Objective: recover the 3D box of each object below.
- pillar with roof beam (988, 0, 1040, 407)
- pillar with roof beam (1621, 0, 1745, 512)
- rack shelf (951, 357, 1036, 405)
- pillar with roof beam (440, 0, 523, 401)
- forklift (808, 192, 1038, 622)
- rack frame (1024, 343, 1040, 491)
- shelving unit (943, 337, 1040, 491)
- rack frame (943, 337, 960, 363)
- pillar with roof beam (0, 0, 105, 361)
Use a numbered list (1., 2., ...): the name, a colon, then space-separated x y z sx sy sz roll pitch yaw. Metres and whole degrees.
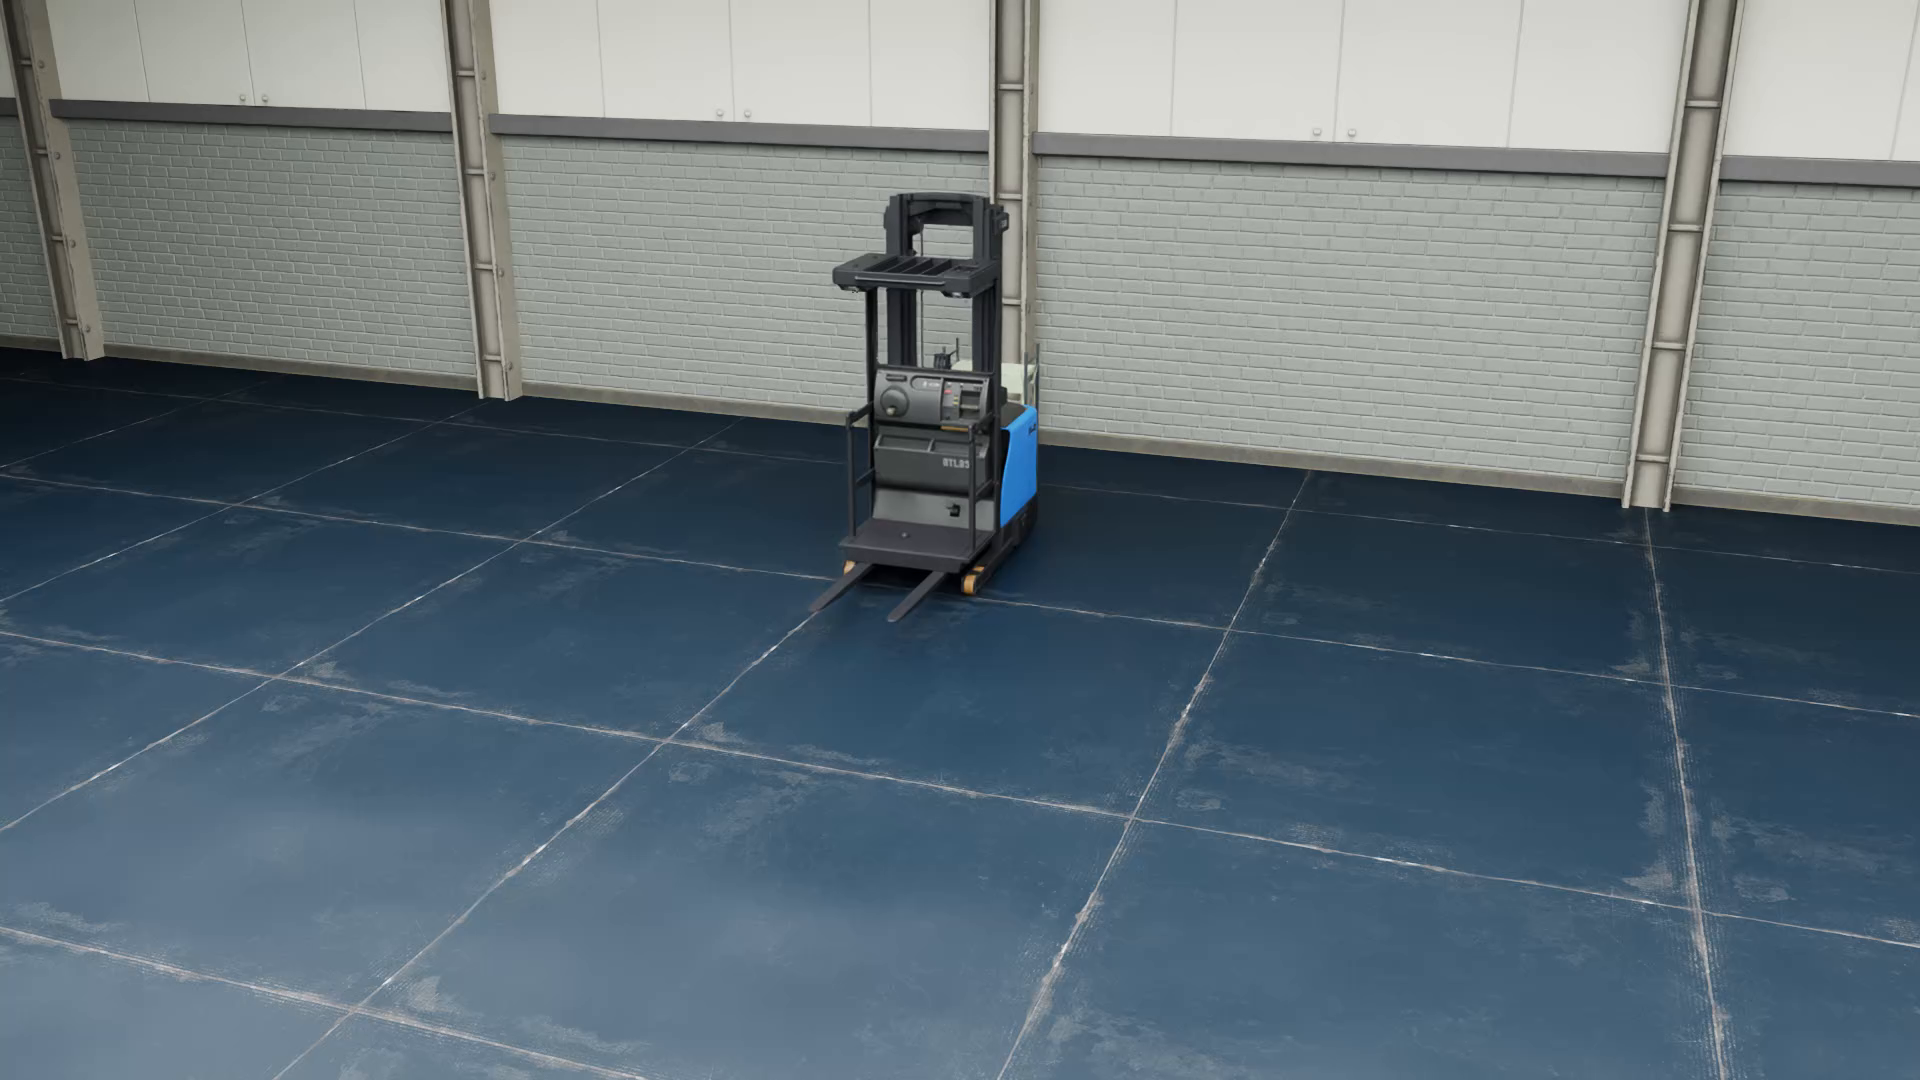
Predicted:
1. pillar with roof beam: -0.904 -3.878 11.530 0.400 9.000 9.100 7 20 18
2. pillar with roof beam: 4.764 -3.230 9.671 0.400 9.000 9.100 7 20 18
3. rack shelf: 0.272 -1.347 14.475 0.720 0.370 0.431 6 20 18
4. pillar with roof beam: -6.572 -4.526 13.390 0.400 9.000 9.100 7 20 18
5. forklift: -0.290 -1.105 12.792 1.130 2.935 3.031 6 20 18
6. rack frame: 0.618 -0.939 14.492 0.023 1.500 0.400 6 20 18
7. shelving unit: 0.272 -0.978 14.604 0.755 1.500 0.431 6 20 18
8. rack frame: -0.075 -1.017 14.715 0.023 1.500 0.400 6 20 18
9. pillar with roof beam: -12.239 -5.174 15.249 0.400 9.000 9.100 7 20 18
